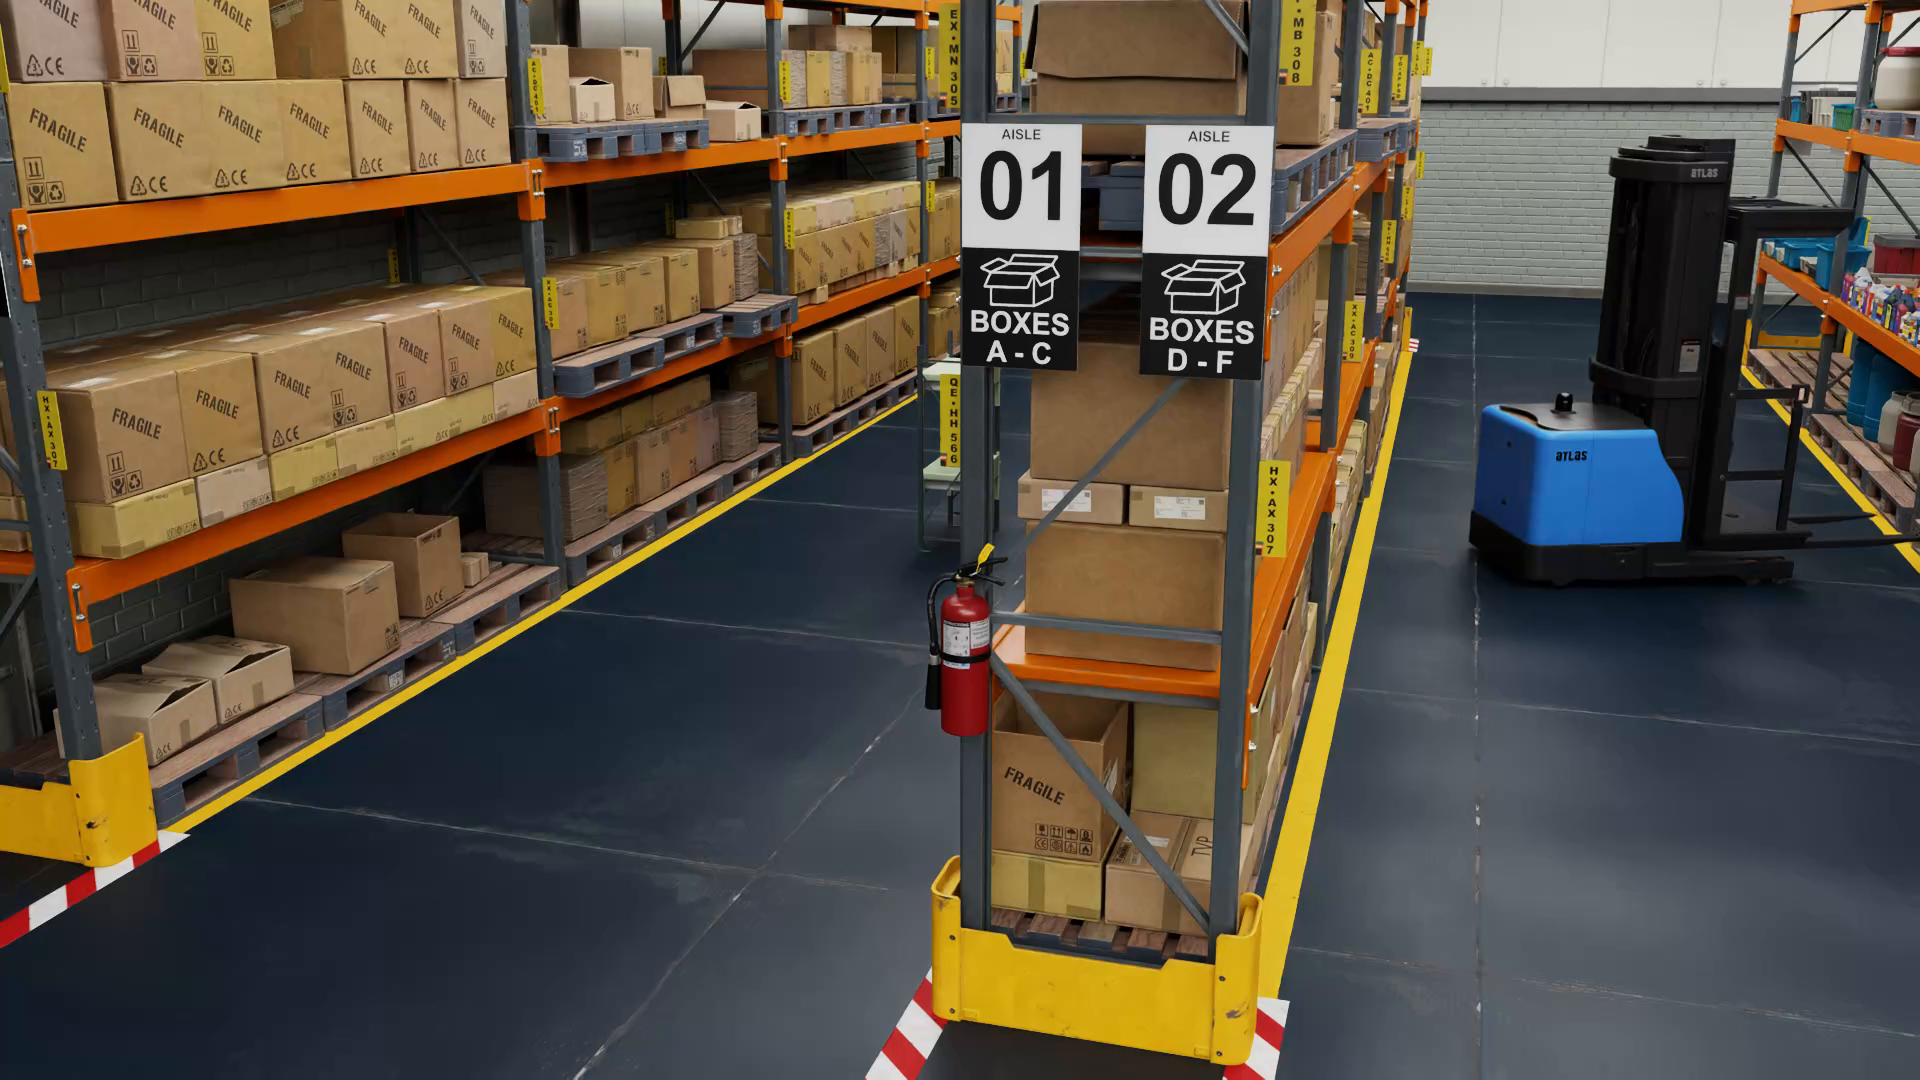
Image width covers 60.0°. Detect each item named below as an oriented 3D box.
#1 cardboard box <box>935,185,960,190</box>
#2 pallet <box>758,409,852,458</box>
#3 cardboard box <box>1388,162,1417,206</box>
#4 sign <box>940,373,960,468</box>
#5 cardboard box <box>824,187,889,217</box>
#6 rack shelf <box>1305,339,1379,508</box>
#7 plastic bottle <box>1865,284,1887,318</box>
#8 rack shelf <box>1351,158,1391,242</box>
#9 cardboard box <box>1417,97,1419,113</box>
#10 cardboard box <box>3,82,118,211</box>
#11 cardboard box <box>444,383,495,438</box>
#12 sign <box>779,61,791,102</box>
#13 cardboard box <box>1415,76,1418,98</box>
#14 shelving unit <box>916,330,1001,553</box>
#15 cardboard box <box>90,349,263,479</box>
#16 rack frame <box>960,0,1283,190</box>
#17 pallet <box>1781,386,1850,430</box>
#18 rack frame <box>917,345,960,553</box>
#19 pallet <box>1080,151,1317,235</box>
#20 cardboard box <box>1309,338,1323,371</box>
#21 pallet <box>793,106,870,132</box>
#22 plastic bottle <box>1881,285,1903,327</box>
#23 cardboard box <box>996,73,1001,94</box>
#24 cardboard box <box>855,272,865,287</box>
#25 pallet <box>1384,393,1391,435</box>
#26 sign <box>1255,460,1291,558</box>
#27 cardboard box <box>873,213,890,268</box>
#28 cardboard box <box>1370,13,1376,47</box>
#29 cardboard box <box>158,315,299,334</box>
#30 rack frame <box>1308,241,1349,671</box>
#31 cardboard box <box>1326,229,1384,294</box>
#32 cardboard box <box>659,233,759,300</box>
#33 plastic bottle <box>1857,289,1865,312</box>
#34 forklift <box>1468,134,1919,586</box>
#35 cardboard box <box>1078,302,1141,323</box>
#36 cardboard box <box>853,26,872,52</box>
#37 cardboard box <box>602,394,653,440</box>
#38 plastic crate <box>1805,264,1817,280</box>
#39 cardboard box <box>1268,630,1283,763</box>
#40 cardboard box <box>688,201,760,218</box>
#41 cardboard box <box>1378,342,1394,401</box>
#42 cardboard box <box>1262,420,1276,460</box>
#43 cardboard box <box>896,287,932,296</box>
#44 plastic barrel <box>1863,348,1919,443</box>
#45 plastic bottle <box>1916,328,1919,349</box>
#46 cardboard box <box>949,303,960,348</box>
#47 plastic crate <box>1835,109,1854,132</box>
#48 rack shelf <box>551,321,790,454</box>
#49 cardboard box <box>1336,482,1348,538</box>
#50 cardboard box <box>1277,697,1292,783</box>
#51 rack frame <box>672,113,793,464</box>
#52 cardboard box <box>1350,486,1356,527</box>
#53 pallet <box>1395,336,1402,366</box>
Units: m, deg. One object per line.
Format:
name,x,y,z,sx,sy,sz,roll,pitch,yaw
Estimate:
cardboard box,-0.264,-3.882,19.967,0.980,0.700,0.700,4,16,13
pallet,-1.684,-1.027,15.564,1.003,0.211,1.213,5,16,16
cardboard box,5.038,-4.137,19.404,0.500,0.500,0.500,5,17,17
sign,-0.020,-0.409,5.718,0.100,0.325,0.005,5,16,16
cardboard box,-1.031,-3.368,16.567,0.500,0.250,0.500,5,17,17
rack shelf,2.202,-0.916,11.380,1.077,0.370,4.000,5,16,16
plastic bottle,7.895,-2.053,14.298,0.152,0.276,0.135,5,16,16
rack shelf,2.202,-2.359,10.971,1.077,0.370,4.000,5,16,16
cardboard box,4.998,-4.964,19.113,0.500,0.250,0.500,5,16,16
cardboard box,-3.919,-1.644,6.913,0.500,0.500,0.500,5,17,17
cardboard box,-3.111,-0.782,9.828,0.500,0.250,0.500,5,17,16
sign,-1.461,-3.818,13.847,0.100,0.325,0.005,5,16,16
cardboard box,4.718,-4.943,18.120,0.500,0.250,0.500,5,16,16
shelving unit,-0.002,-0.720,12.119,0.431,1.500,0.755,5,16,16
cardboard box,-3.680,-0.604,7.825,0.500,0.500,0.500,5,16,16
rack frame,0.496,-2.578,4.929,1.000,3.000,0.127,5,16,16
pallet,8.826,-1.301,16.528,1.003,0.211,1.213,5,16,16
rack frame,-0.106,-0.624,11.781,0.400,1.500,0.023,5,16,16
pallet,0.722,-1.276,5.995,1.003,0.211,1.213,5,16,16
cardboard box,1.761,-1.011,9.025,0.380,0.149,0.250,5,16,16
pallet,-1.534,-3.986,15.735,1.003,0.211,1.213,5,17,18
plastic bottle,7.724,-1.936,13.748,0.144,0.351,0.185,5,16,16
cardboard box,0.192,-5.534,20.168,0.500,0.250,0.500,4,16,14
cardboard box,-1.158,-2.596,16.407,0.380,0.149,0.250,5,17,18
pallet,3.712,-1.274,16.436,1.003,0.211,1.213,5,16,16
sign,1.027,-0.102,5.461,0.100,0.325,0.005,5,16,16
cardboard box,-1.020,-3.010,16.681,0.500,0.500,0.500,5,16,16
cardboard box,3.190,-4.138,13.909,0.500,0.500,0.500,5,16,16
cardboard box,-3.886,-0.912,8.911,0.500,0.500,0.500,5,17,17
rack frame,1.633,-0.739,9.437,1.000,3.000,0.127,5,16,16
cardboard box,3.284,-2.433,14.459,0.700,0.500,0.500,8,18,26
cardboard box,-2.105,-2.304,13.967,0.700,0.500,0.500,3,16,9
plastic bottle,7.967,-2.110,14.636,0.097,0.201,0.097,0,16,0
forklift,5.228,-1.255,11.382,3.031,2.935,1.130,-2,16,-6
cardboard box,0.801,-0.638,6.519,0.700,0.500,0.500,4,16,14
cardboard box,-1.220,-5.058,16.806,0.500,0.250,0.500,6,17,20
cardboard box,-2.658,-0.938,12.538,0.500,0.250,0.500,4,16,14
plastic crate,8.715,-2.657,16.594,0.437,0.125,0.590,5,16,16
cardboard box,1.132,0.682,7.323,0.500,0.500,0.500,5,16,16
cardboard box,-2.100,-2.869,14.807,0.500,0.250,0.500,5,17,17
cardboard box,4.041,-1.690,16.564,0.500,0.500,0.500,5,16,16
cardboard box,1.106,-0.409,6.901,0.380,0.149,0.250,4,16,14
cardboard box,-0.543,-2.899,19.674,0.380,0.149,0.250,4,16,14
plastic barrel,8.282,-1.313,14.537,0.600,0.901,0.708,5,16,16
plastic bottle,7.367,-1.558,12.690,0.097,0.201,0.097,0,16,0
cardboard box,-0.387,-2.533,19.575,0.700,0.500,0.500,4,16,15
plastic crate,8.485,-3.922,15.551,0.450,0.188,0.662,5,16,16
rack shelf,-2.549,-1.299,12.731,1.077,0.370,4.000,5,16,16
cardboard box,2.283,-0.243,10.929,0.500,0.311,0.500,4,16,14
cardboard box,1.290,0.913,7.882,0.500,0.250,0.500,5,16,16
rack frame,-1.981,-2.168,14.477,1.000,3.000,0.127,5,16,16
cardboard box,2.565,-0.241,11.953,0.500,0.250,0.500,5,17,17
pallet,4.796,-2.308,20.080,1.003,0.211,1.213,5,16,16
